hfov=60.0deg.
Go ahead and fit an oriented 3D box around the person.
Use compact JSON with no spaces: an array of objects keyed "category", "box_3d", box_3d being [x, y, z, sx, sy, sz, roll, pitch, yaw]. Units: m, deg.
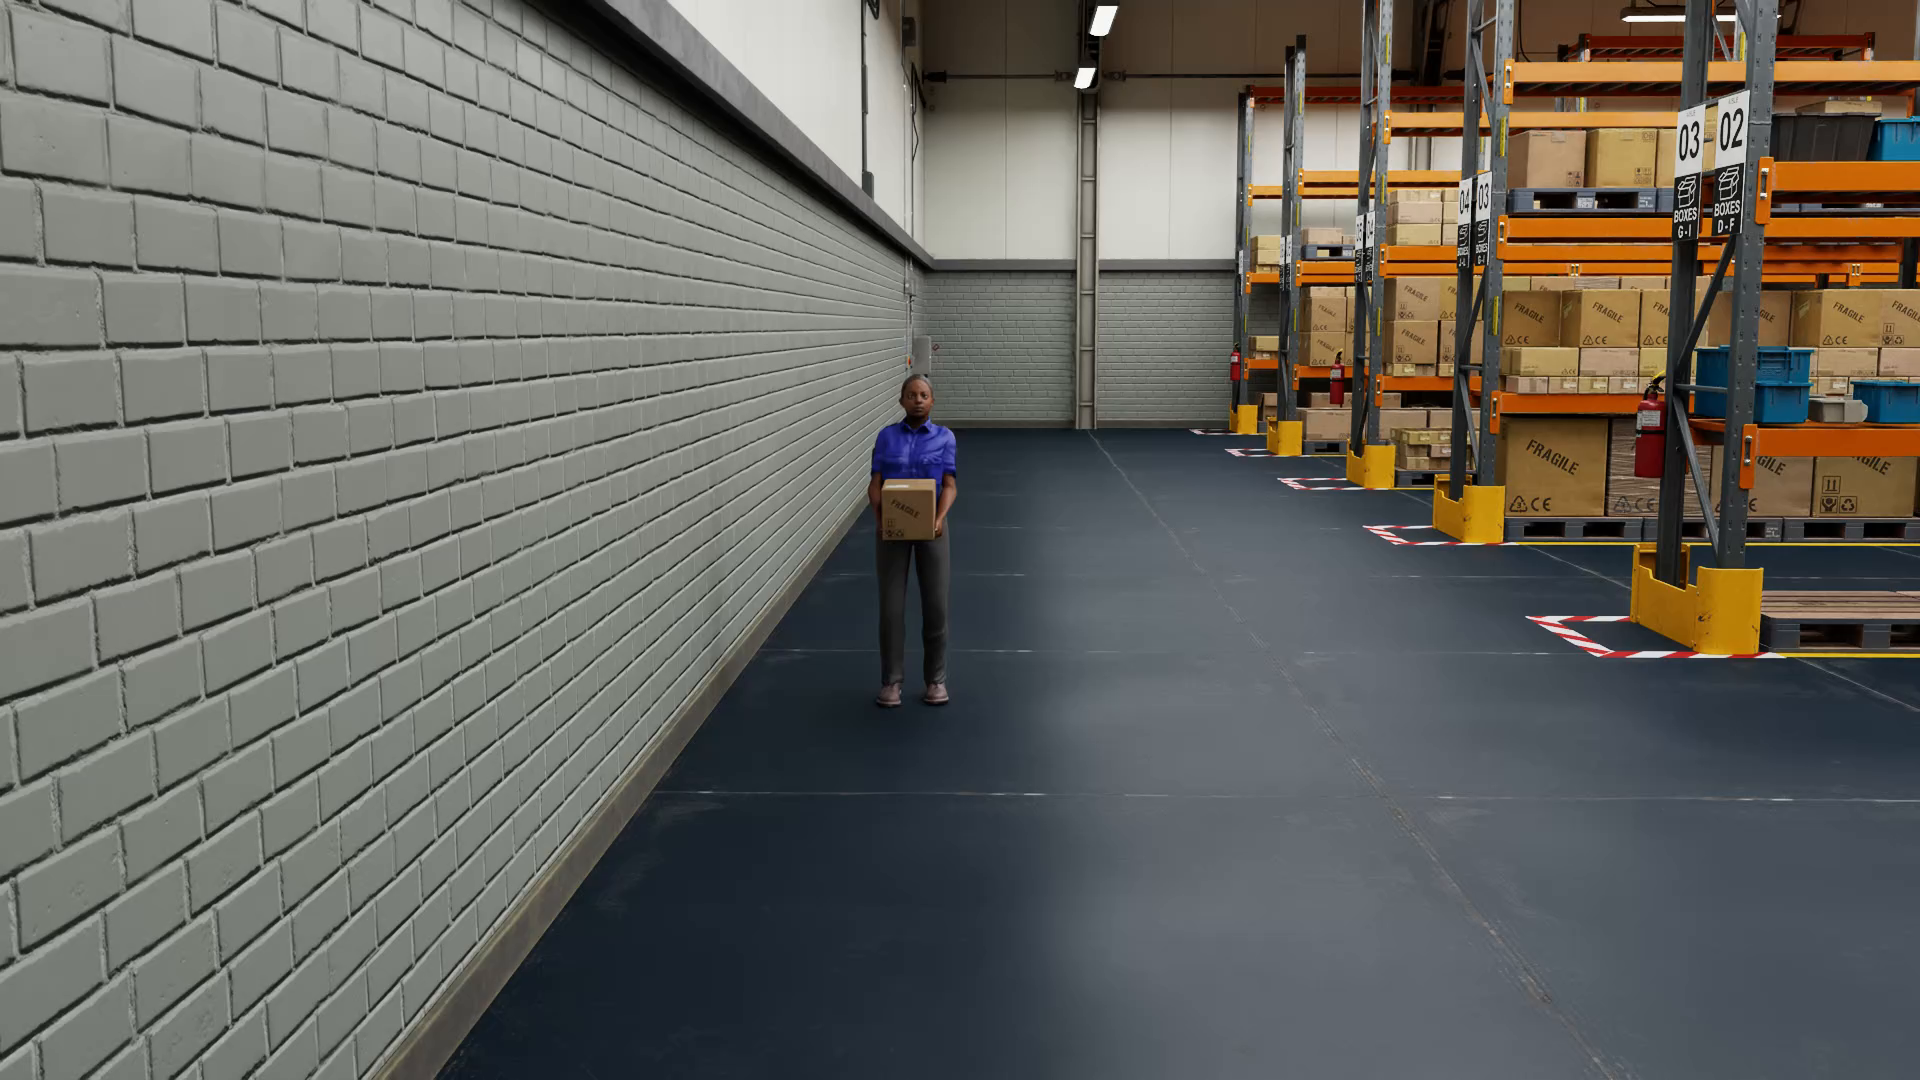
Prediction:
[{"category":"person","box_3d":[-0.239,0.002,8.317,0.449,1.645,0.521,0,7,2]}]
